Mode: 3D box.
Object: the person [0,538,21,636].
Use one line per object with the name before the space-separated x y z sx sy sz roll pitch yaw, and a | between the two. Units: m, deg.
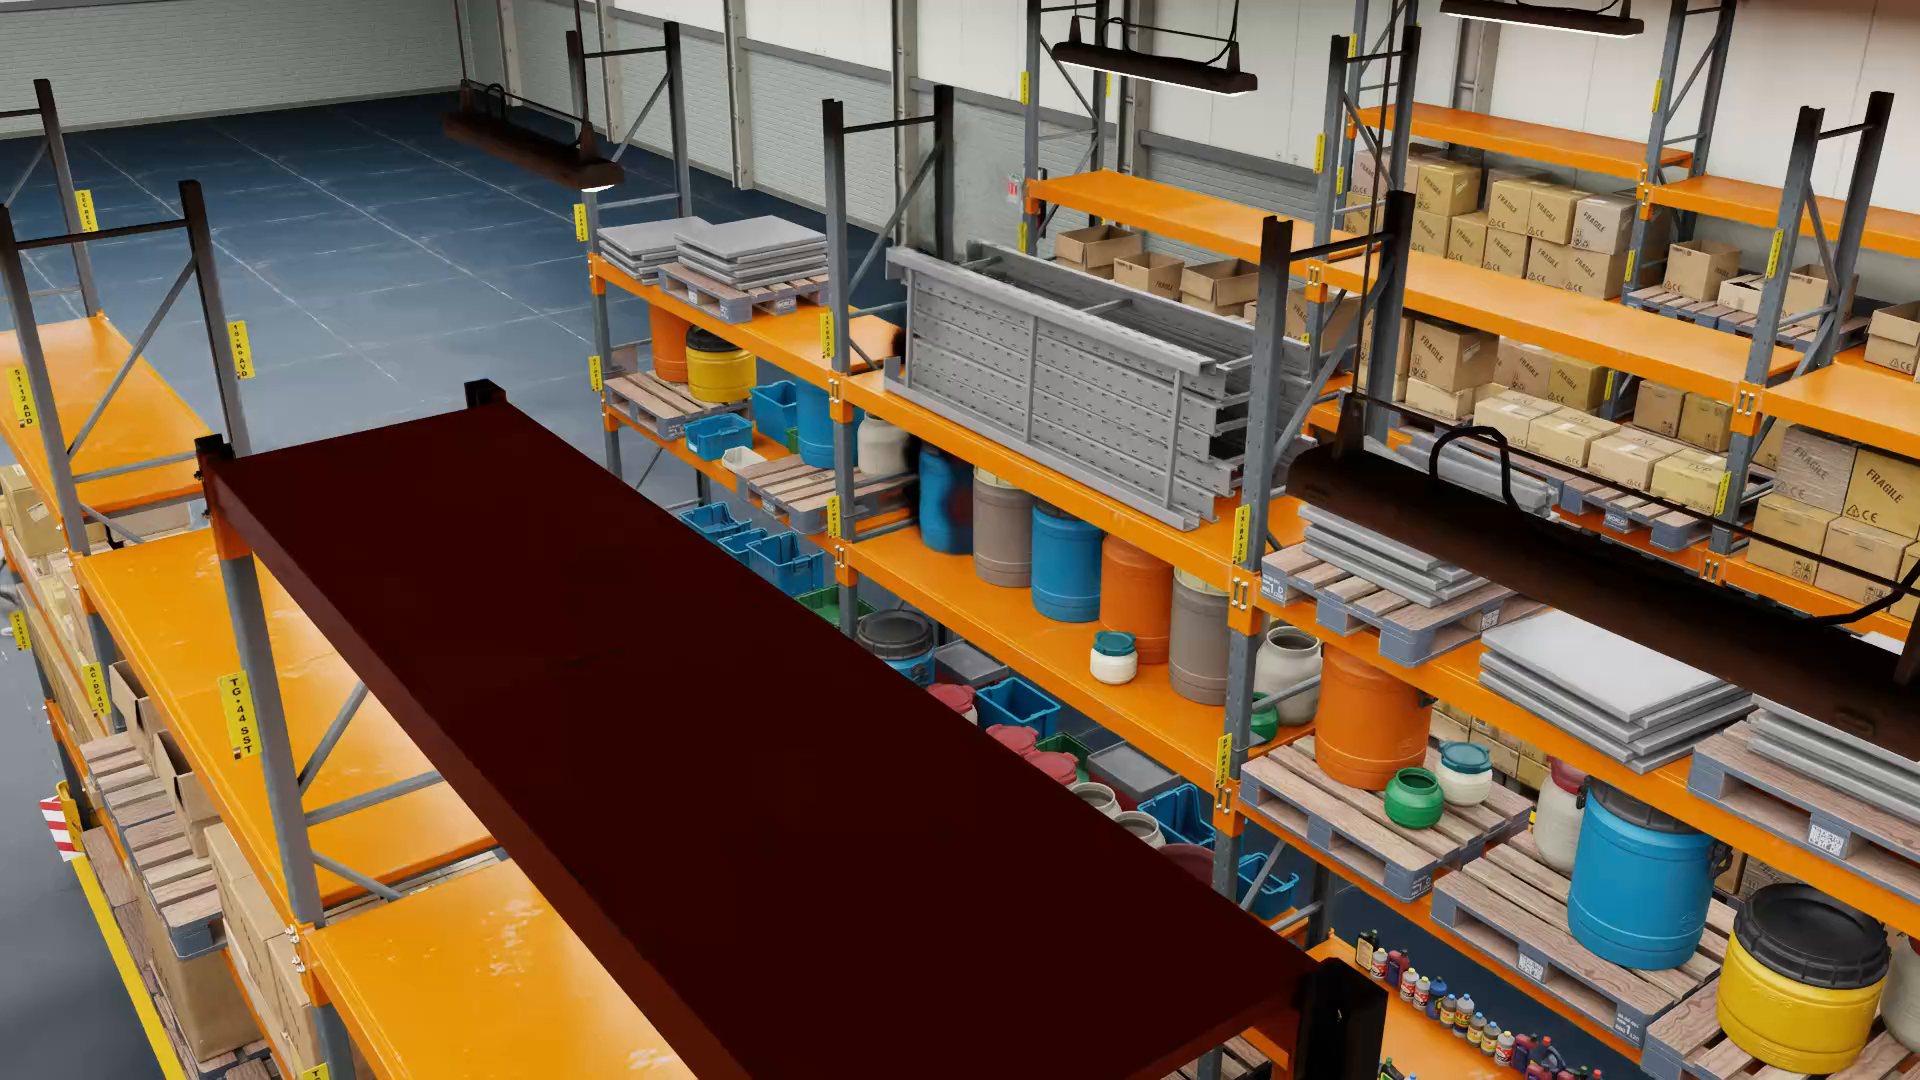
person | -9.748 0.197 16.611 0.575 1.645 0.593 -4 25 -9
